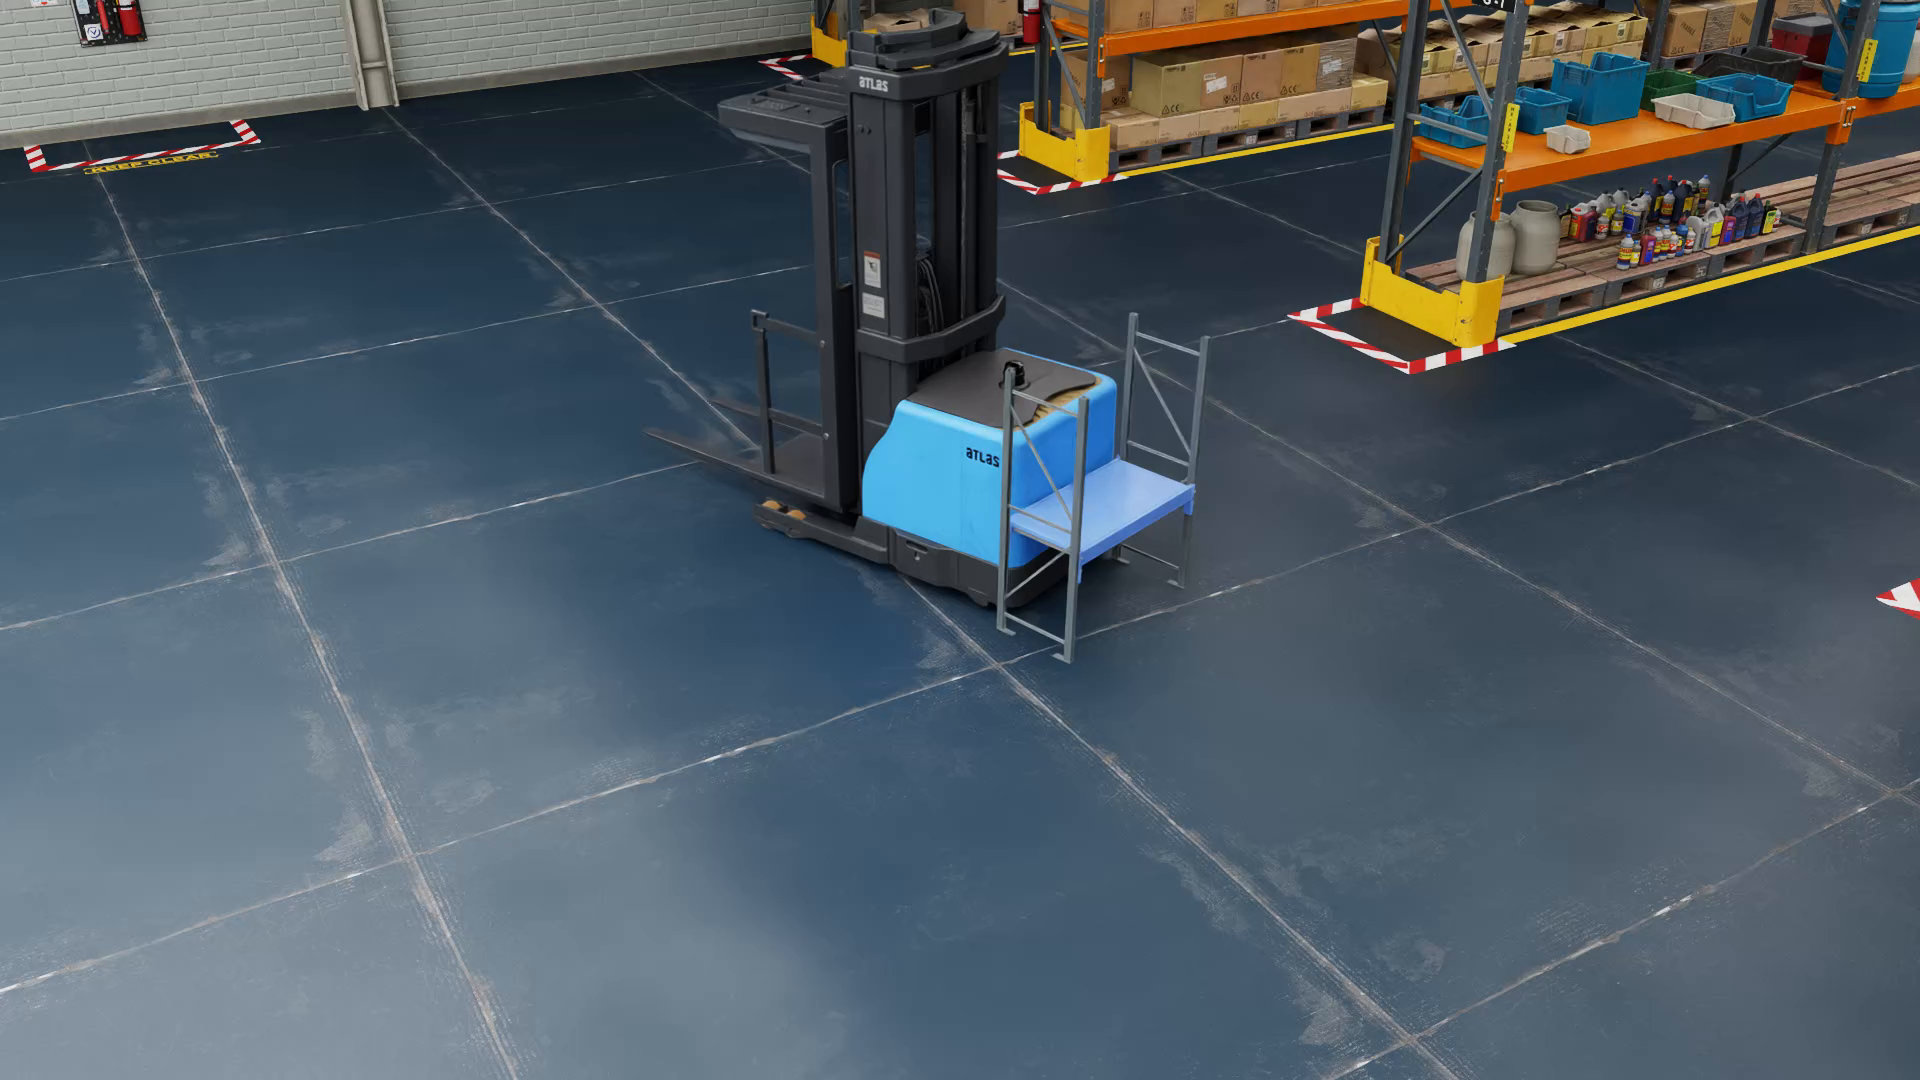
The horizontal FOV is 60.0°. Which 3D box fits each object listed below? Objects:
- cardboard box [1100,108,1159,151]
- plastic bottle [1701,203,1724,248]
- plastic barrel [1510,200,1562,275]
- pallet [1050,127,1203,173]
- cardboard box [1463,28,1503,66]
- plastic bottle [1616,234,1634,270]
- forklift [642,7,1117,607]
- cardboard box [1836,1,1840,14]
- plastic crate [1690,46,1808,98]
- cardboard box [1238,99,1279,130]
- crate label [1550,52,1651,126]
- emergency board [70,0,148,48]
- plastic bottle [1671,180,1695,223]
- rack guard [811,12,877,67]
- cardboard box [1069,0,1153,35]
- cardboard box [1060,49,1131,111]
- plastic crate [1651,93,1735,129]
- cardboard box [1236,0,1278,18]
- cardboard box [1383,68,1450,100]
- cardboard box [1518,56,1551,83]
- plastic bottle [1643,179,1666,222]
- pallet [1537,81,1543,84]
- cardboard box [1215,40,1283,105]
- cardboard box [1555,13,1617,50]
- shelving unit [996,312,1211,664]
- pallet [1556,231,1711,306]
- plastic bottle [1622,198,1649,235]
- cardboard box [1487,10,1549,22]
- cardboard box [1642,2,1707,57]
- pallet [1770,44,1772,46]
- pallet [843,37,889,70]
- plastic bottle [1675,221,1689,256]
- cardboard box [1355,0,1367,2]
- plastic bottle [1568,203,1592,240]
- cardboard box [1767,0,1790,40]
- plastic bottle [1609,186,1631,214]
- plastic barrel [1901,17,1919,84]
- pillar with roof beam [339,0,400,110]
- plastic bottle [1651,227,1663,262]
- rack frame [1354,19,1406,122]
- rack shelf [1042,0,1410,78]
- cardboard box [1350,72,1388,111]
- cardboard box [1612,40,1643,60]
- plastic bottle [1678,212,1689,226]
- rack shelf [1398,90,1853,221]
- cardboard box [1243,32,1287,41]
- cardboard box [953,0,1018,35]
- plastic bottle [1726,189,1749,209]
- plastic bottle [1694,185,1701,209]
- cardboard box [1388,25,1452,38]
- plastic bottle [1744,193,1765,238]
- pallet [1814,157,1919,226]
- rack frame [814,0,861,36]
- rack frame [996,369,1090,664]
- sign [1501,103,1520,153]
[{"bbox_3d":[1.614,-4.055,16.404,0.500,0.250,0.500,-16,33,-26],"label":"cardboard box"},{"bbox_3d":[6.140,-2.580,13.606,0.185,0.351,0.144,-16,33,-27],"label":"plastic bottle"},{"bbox_3d":[4.506,-2.382,13.102,0.421,0.512,0.421,0,29,0],"label":"plastic barrel"},{"bbox_3d":[1.677,-4.020,16.815,1.213,0.211,1.003,-16,33,-26],"label":"pallet"},{"bbox_3d":[5.850,-5.486,18.416,0.500,0.311,0.500,-17,33,-28],"label":"cardboard box"},{"bbox_3d":[5.266,-2.284,13.152,0.097,0.271,0.097,0,29,0],"label":"plastic bottle"},{"bbox_3d":[-0.605,-1.476,9.392,3.031,2.935,1.130,20,35,32],"label":"forklift"},{"bbox_3d":[11.104,-6.831,21.156,0.500,0.500,0.500,-16,33,-27],"label":"cardboard box"},{"bbox_3d":[6.478,-3.848,13.683,0.504,0.338,0.767,-16,33,-26],"label":"plastic crate"},{"bbox_3d":[2.908,-4.421,17.068,0.500,0.250,0.500,-16,33,-26],"label":"cardboard box"},{"bbox_3d":[4.995,-3.550,13.042,0.616,0.435,0.502,-16,33,-26],"label":"crate label"},{"bbox_3d":[-8.632,-5.573,16.743,0.643,1.169,0.194,-16,33,-26],"label":"emergency board"},{"bbox_3d":[6.160,-2.899,14.184,0.185,0.351,0.144,-16,33,-26],"label":"plastic bottle"},{"bbox_3d":[-1.409,-6.023,20.146,0.348,0.500,1.175,-16,33,-26],"label":"rack guard"},{"bbox_3d":[1.448,-5.189,15.944,0.500,0.500,0.700,-16,33,-26],"label":"cardboard box"},{"bbox_3d":[1.350,-4.600,16.615,0.500,0.500,0.500,-16,33,-26],"label":"cardboard box"},{"bbox_3d":[5.722,-3.332,12.957,0.437,0.136,0.530,-16,33,-26],"label":"plastic crate"},{"bbox_3d":[2.781,-5.569,16.633,0.500,0.500,0.700,-15,32,-25],"label":"cardboard box"},{"bbox_3d":[4.960,-4.991,18.100,0.500,0.250,0.500,-17,33,-27],"label":"cardboard box"},{"bbox_3d":[6.286,-5.367,18.782,0.500,0.250,0.500,-15,32,-25],"label":"cardboard box"},{"bbox_3d":[5.925,-2.913,14.210,0.185,0.351,0.144,-17,33,-28],"label":"plastic bottle"},{"bbox_3d":[7.206,-5.588,19.657,1.213,0.211,1.003,-16,33,-26],"label":"pallet"},{"bbox_3d":[2.908,-4.749,16.886,0.500,0.500,0.500,-16,33,-26],"label":"cardboard box"},{"bbox_3d":[7.164,-5.859,19.093,0.500,0.311,0.500,-16,33,-27],"label":"cardboard box"},{"bbox_3d":[0.741,-0.283,8.698,0.538,1.500,1.048,25,37,35],"label":"shelving unit"},{"bbox_3d":[5.340,-2.282,13.667,1.213,0.211,1.003,-16,33,-26],"label":"pallet"},{"bbox_3d":[5.655,-2.720,13.938,0.135,0.276,0.152,-16,33,-26],"label":"plastic bottle"},{"bbox_3d":[6.446,-5.958,19.272,0.500,0.311,0.500,-17,33,-28],"label":"cardboard box"},{"bbox_3d":[8.473,-6.085,19.803,0.500,0.500,0.500,-14,32,-24],"label":"cardboard box"},{"bbox_3d":[10.702,-6.538,21.378,1.213,0.211,1.003,-16,33,-26],"label":"pallet"},{"bbox_3d":[-0.690,-6.081,20.550,1.213,0.211,1.003,-16,33,-26],"label":"pallet"},{"bbox_3d":[5.822,-2.442,13.438,0.097,0.271,0.097,0,29,0],"label":"plastic bottle"},{"bbox_3d":[4.108,-5.948,17.319,0.500,0.500,0.700,-17,33,-28],"label":"cardboard box"},{"bbox_3d":[5.137,-2.654,13.818,0.135,0.276,0.152,-16,33,-26],"label":"plastic bottle"},{"bbox_3d":[9.804,-6.466,20.494,0.500,0.500,0.500,-17,33,-28],"label":"cardboard box"},{"bbox_3d":[5.558,-2.809,14.021,0.185,0.351,0.144,-16,33,-27],"label":"plastic bottle"},{"bbox_3d":[7.929,-4.153,14.030,0.433,0.535,0.433,0,29,0],"label":"plastic barrel"},{"bbox_3d":[-4.301,-6.995,13.111,0.400,9.000,9.100,-16,33,-26],"label":"pillar with roof beam"},{"bbox_3d":[5.561,-2.368,13.304,0.097,0.271,0.097,0,29,0],"label":"plastic bottle"},{"bbox_3d":[4.487,-6.015,17.545,0.127,3.000,1.000,-16,33,-26],"label":"rack frame"},{"bbox_3d":[2.763,-5.211,16.832,4.000,0.370,1.077,-16,33,-26],"label":"rack shelf"},{"bbox_3d":[4.198,-4.791,17.737,0.500,0.250,0.500,-16,33,-26],"label":"cardboard box"},{"bbox_3d":[7.606,-5.744,19.465,0.500,0.250,0.500,-15,32,-25],"label":"cardboard box"},{"bbox_3d":[5.944,-2.556,13.634,0.133,0.283,0.061,-16,33,-26],"label":"plastic bottle"},{"bbox_3d":[5.269,-3.146,13.091,4.000,0.370,1.077,-16,33,-26],"label":"rack shelf"},{"bbox_3d":[3.067,-5.095,17.514,0.500,0.500,0.500,-16,33,-26],"label":"cardboard box"},{"bbox_3d":[0.317,-6.627,20.786,0.500,0.500,0.700,-18,34,-29],"label":"cardboard box"},{"bbox_3d":[6.511,-2.766,13.944,0.185,0.351,0.144,-16,33,-26],"label":"plastic bottle"},{"bbox_3d":[6.409,-2.998,14.519,0.097,0.201,0.097,0,29,0],"label":"plastic bottle"},{"bbox_3d":[5.137,-5.589,18.604,0.500,0.311,0.500,-15,32,-25],"label":"cardboard box"},{"bbox_3d":[6.584,-2.706,13.835,0.185,0.351,0.144,-17,33,-28],"label":"plastic bottle"},{"bbox_3d":[8.704,-3.239,15.400,1.213,0.211,1.003,-16,33,-26],"label":"pallet"},{"bbox_3d":[-1.474,-7.099,19.508,0.127,3.000,1.000,-16,33,-26],"label":"rack frame"},{"bbox_3d":[0.404,-0.099,8.365,0.500,1.500,0.032,25,37,35],"label":"rack frame"},{"bbox_3d":[3.820,-2.863,11.546,0.005,0.325,0.100,-16,33,-26],"label":"sign"}]
